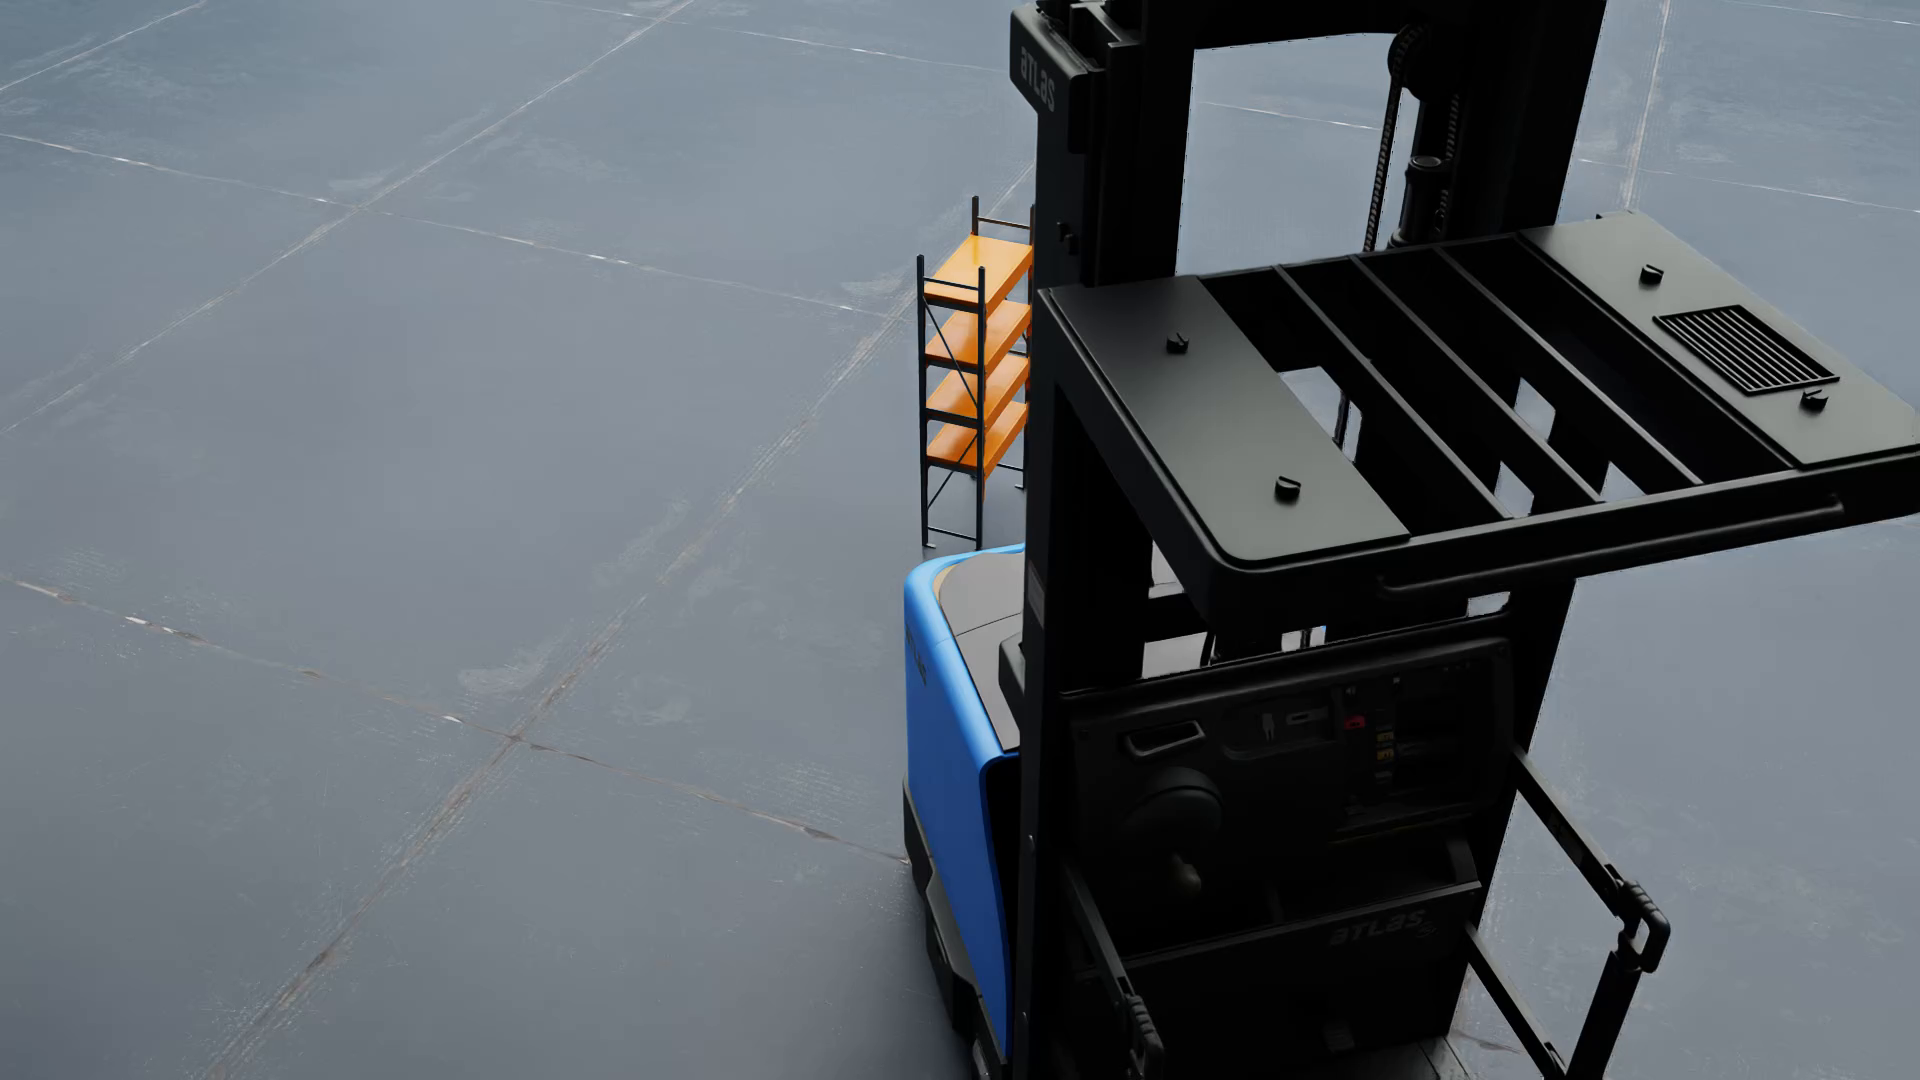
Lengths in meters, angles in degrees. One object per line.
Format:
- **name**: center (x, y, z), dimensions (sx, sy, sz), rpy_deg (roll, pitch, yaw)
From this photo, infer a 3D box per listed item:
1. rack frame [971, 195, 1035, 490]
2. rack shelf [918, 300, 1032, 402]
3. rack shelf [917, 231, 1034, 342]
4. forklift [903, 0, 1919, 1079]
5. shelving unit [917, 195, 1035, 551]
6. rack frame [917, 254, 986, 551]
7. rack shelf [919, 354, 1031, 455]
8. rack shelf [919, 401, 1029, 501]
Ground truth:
- **rack frame**: center (0.156, -0.707, 6.194), dimensions (0.240, 1.200, 0.015), rpy_deg (14, 39, 18)
- **rack shelf**: center (0.063, -0.698, 5.920), dimensions (0.258, 0.148, 0.480), rpy_deg (14, 39, 18)
- **rack shelf**: center (0.063, -0.887, 5.778), dimensions (0.258, 0.148, 0.480), rpy_deg (14, 39, 18)
- **forklift**: center (0.725, 0.516, 3.112), dimensions (1.130, 2.935, 3.031), rpy_deg (-10, 38, -12)
- **shelving unit**: center (0.063, -0.572, 6.013), dimensions (0.258, 1.200, 0.503), rpy_deg (14, 39, 18)
- **rack frame**: center (-0.030, -0.437, 5.833), dimensions (0.240, 1.200, 0.015), rpy_deg (14, 39, 18)
- **rack shelf**: center (0.063, -0.518, 6.054), dimensions (0.258, 0.148, 0.480), rpy_deg (14, 39, 18)
- **rack shelf**: center (0.063, -0.359, 6.173), dimensions (0.258, 0.148, 0.480), rpy_deg (14, 39, 18)
